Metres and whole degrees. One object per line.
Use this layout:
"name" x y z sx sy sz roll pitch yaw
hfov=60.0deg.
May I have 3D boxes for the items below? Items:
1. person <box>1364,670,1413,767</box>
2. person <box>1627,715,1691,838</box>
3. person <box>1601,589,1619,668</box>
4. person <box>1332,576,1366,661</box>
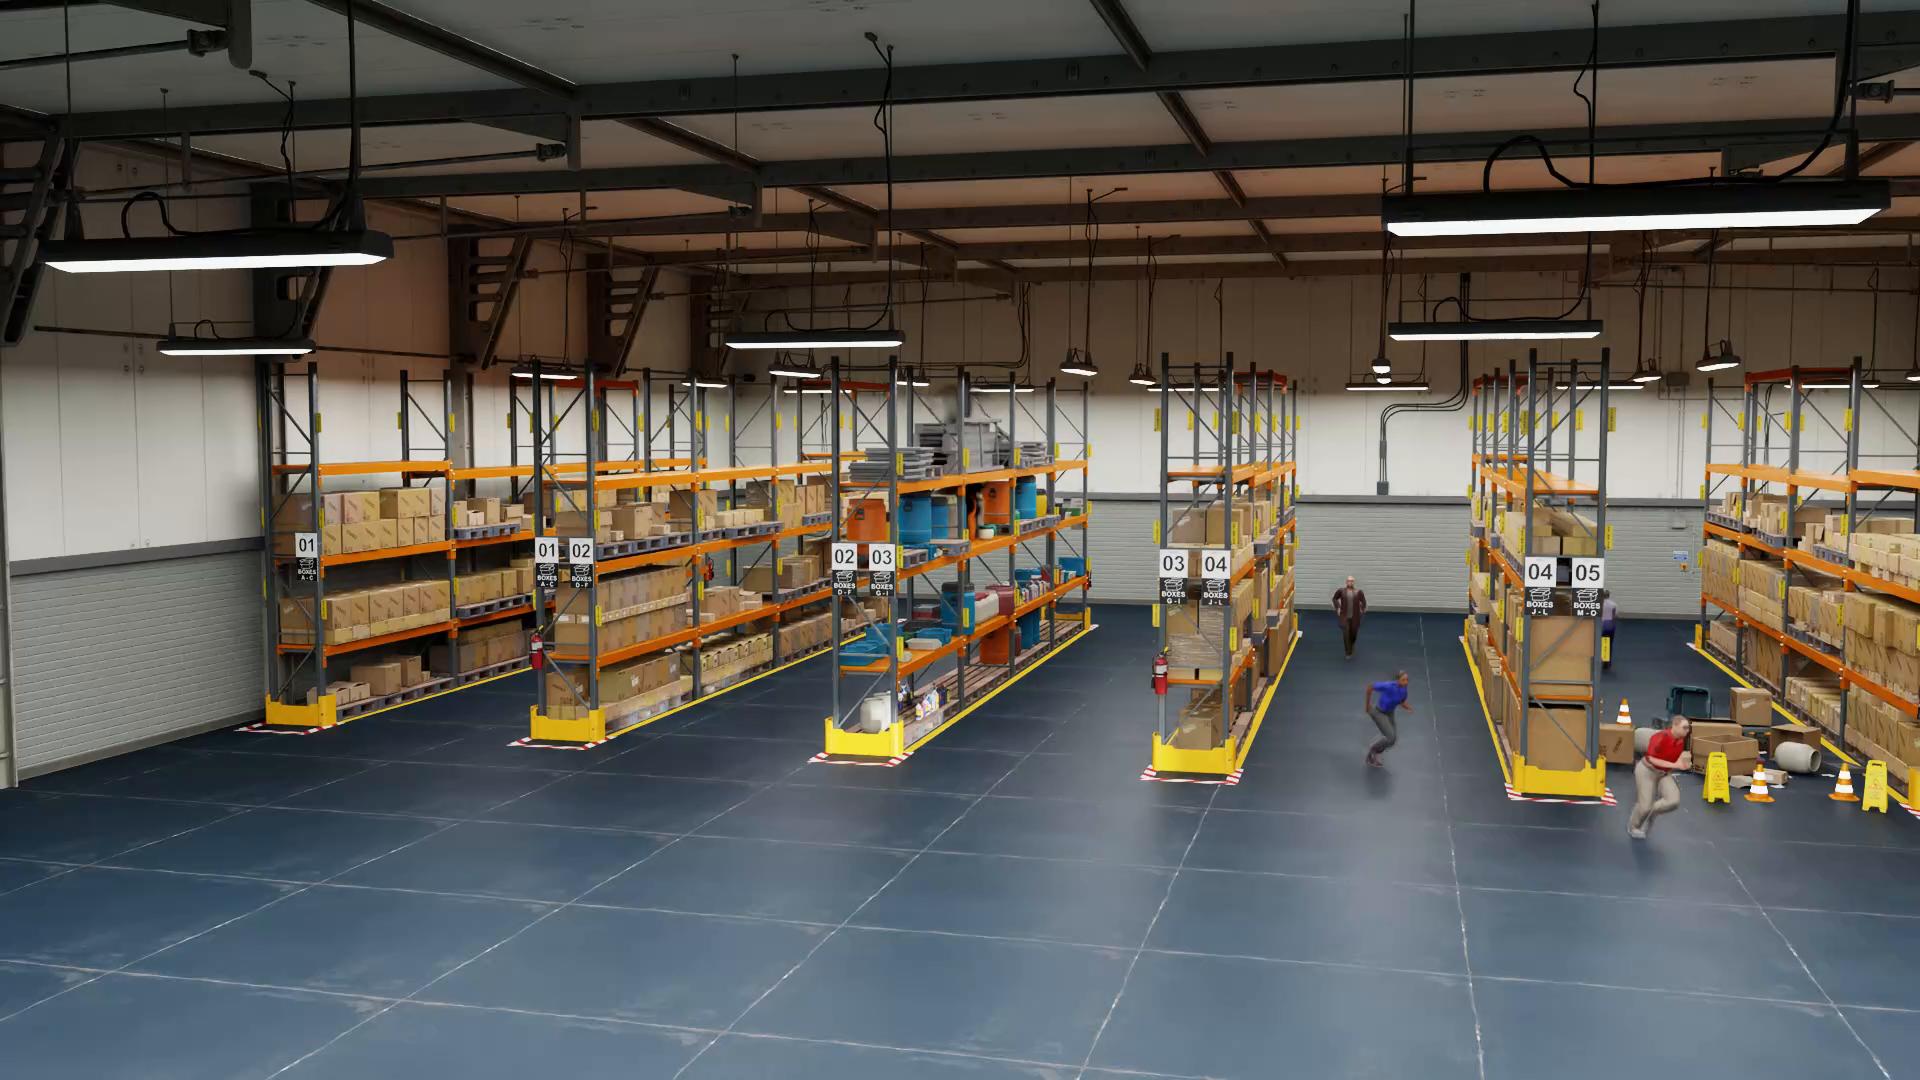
"person" 6.142 2.585 23.962 0.602 1.472 0.849 -3 5 -34
"person" 8.408 2.826 19.858 0.700 1.556 0.912 -2 5 -27
"person" 13.171 1.801 34.051 0.584 1.603 0.667 0 4 5
"person" 8.291 1.653 35.426 0.711 1.754 0.880 1 4 11
